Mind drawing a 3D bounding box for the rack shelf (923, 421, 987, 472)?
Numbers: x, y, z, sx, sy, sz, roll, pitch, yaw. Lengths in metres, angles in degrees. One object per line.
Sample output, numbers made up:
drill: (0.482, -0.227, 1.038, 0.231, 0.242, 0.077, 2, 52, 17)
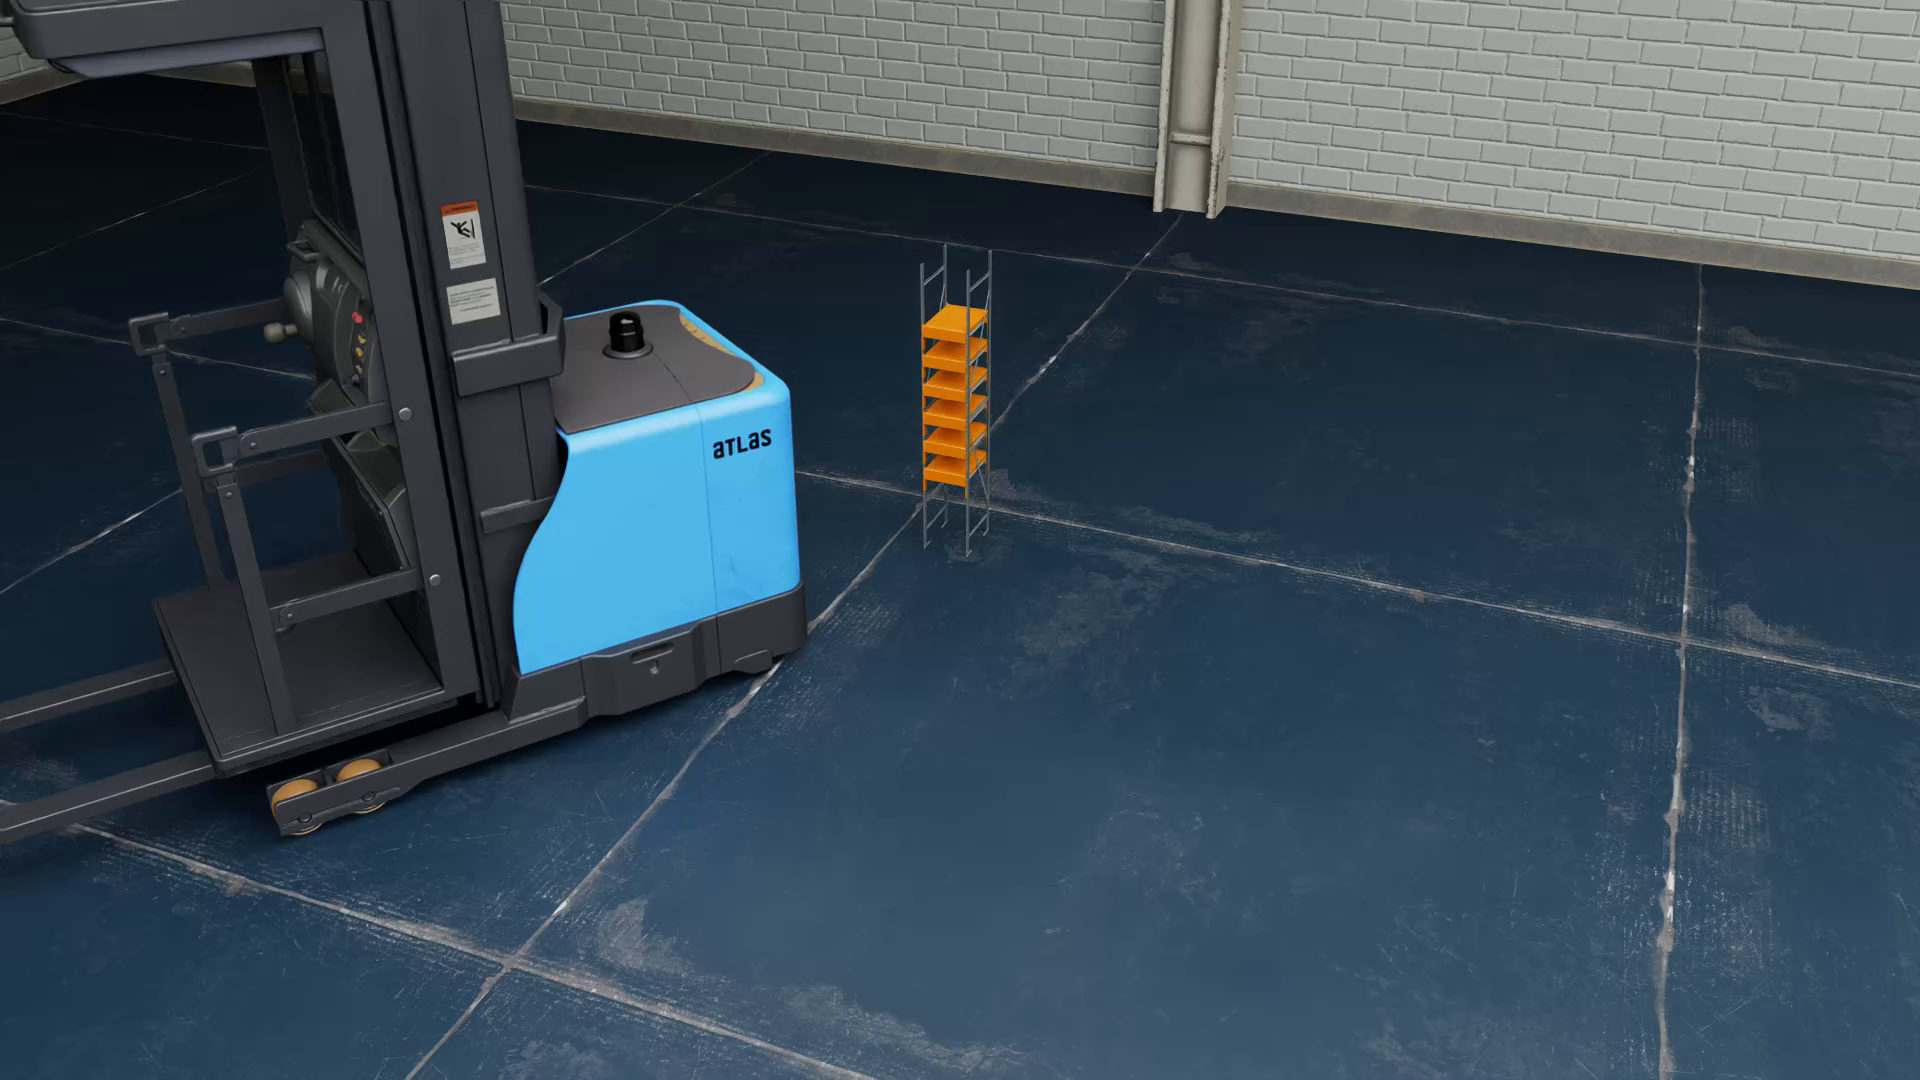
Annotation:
rack shelf: (-0.013, -0.382, 6.540, 0.180, 0.103, 0.258, 11, 31, 19)

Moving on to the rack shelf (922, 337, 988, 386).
rack shelf: (-0.013, -0.695, 6.363, 0.180, 0.103, 0.258, 11, 31, 19)

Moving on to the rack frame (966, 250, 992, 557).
rack frame: (0.071, -0.508, 6.430, 0.006, 1.200, 0.240, 11, 31, 19)

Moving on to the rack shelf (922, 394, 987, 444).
rack shelf: (-0.013, -0.486, 6.481, 0.180, 0.103, 0.258, 11, 31, 19)

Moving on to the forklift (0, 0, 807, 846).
forklift: (-2.067, -0.663, 4.944, 3.031, 2.935, 1.130, -17, 34, -28)

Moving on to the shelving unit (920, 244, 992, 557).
shelving unit: (-0.013, -0.525, 6.459, 0.189, 1.200, 0.258, 11, 31, 19)

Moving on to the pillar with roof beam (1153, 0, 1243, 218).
pillar with roof beam: (-0.175, -4.044, 4.760, 0.400, 9.000, 9.100, 11, 31, 19)

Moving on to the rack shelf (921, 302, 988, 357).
rack shelf: (-0.013, -0.800, 6.304, 0.180, 0.103, 0.258, 11, 31, 19)

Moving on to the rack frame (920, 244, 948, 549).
rack frame: (-0.098, -0.542, 6.489, 0.006, 1.200, 0.240, 11, 31, 19)

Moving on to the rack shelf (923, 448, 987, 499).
rack shelf: (-0.013, -0.277, 6.599, 0.180, 0.103, 0.258, 11, 31, 19)

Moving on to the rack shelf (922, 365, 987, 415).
rack shelf: (-0.013, -0.591, 6.422, 0.180, 0.103, 0.258, 11, 31, 19)
